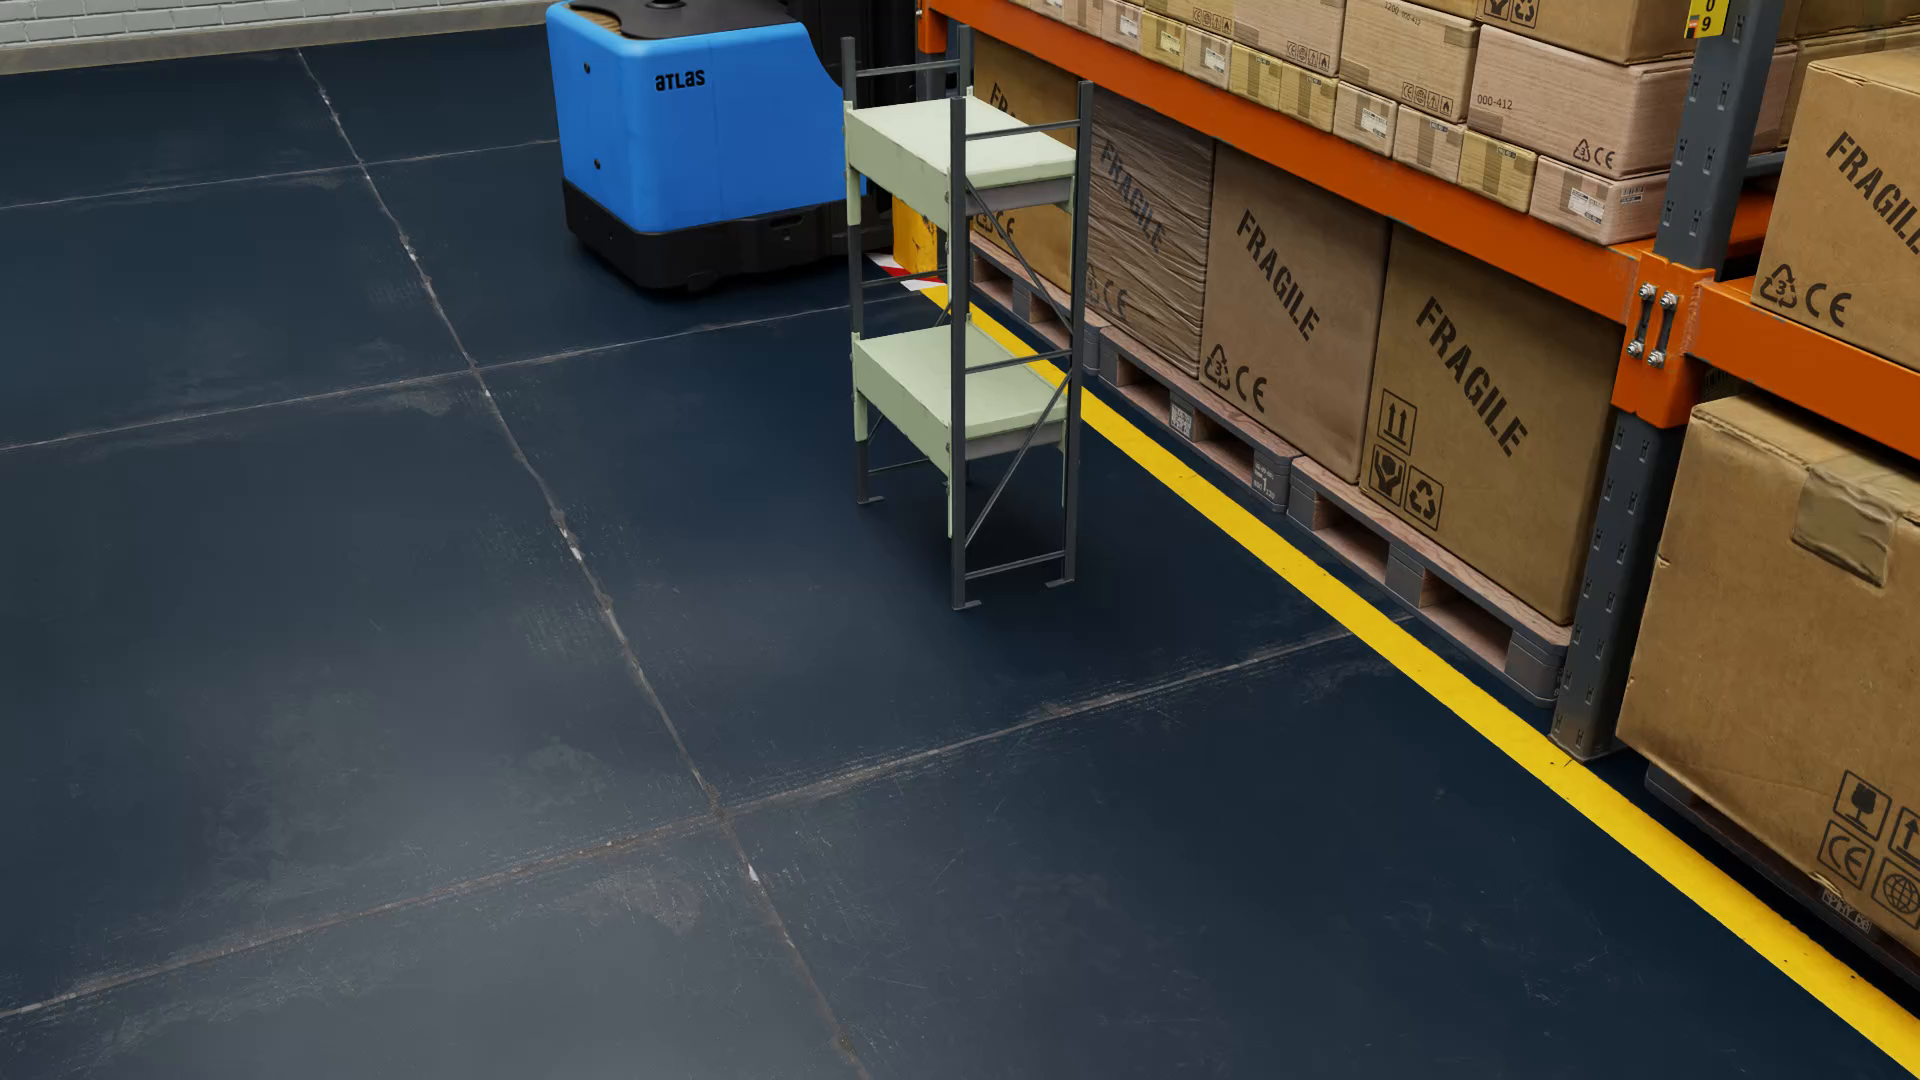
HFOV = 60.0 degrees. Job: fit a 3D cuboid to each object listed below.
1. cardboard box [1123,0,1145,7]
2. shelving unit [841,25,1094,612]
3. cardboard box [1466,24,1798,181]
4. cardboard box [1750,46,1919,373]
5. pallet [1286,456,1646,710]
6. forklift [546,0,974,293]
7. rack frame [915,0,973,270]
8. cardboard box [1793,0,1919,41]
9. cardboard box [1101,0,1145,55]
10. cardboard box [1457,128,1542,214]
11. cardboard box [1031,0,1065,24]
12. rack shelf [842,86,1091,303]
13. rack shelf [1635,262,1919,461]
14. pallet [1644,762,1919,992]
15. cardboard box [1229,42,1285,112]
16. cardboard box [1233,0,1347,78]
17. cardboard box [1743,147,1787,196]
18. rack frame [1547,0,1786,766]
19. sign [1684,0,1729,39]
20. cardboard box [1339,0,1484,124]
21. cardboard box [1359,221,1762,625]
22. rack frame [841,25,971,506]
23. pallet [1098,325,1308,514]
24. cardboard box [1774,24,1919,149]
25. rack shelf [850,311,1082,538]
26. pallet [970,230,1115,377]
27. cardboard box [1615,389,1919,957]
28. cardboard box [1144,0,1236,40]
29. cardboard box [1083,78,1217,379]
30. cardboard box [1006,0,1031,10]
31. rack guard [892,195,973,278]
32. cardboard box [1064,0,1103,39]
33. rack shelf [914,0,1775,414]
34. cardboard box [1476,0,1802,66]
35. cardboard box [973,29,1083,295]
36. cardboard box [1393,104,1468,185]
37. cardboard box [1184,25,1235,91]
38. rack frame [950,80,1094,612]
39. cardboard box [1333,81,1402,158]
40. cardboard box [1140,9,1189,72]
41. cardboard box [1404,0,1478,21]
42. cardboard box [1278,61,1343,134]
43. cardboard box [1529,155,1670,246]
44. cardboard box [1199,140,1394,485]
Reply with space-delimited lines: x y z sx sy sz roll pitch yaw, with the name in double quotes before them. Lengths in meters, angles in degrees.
"cardboard box" 0.692 -1.978 5.560 0.500 0.250 0.500 -14 32 -24
"shelving unit" 0.003 -0.651 4.878 0.431 1.500 0.755 -13 32 -22
"cardboard box" 1.578 -1.071 3.942 0.500 0.250 0.500 -14 32 -23
"cardboard box" 1.977 -0.655 3.248 0.500 0.500 0.500 -13 32 -22
"pallet" 1.749 -0.003 5.039 1.003 0.211 1.213 -13 32 -22
"forklift" -0.288 -2.856 7.346 3.031 2.935 1.130 -17 33 -27
"rack frame" 0.288 -2.634 6.880 1.000 3.000 0.127 -13 32 -22
"cardboard box" 2.030 -1.523 3.982 0.500 0.500 0.500 -13 32 -22
"cardboard box" 0.696 -1.730 5.526 0.380 0.149 0.250 -13 32 -23
"cardboard box" 1.467 -0.937 4.111 0.380 0.149 0.250 -12 32 -21
"cardboard box" 0.477 -1.957 5.930 0.380 0.149 0.250 -14 32 -23
"rack shelf" 0.003 -0.992 4.687 0.431 0.370 0.720 -13 32 -22
"rack shelf" 2.864 0.331 2.329 1.077 0.370 4.000 -13 32 -22
"pallet" 2.404 0.675 3.831 1.003 0.211 1.213 -13 32 -22
"cardboard box" 1.026 -1.391 4.920 0.380 0.149 0.250 -14 32 -23
"cardboard box" 1.135 -1.524 4.751 0.500 0.250 0.500 -12 32 -21
"cardboard box" 2.178 -0.958 4.148 0.380 0.149 0.250 -13 32 -22
"rack frame" 2.005 -0.867 3.729 1.000 3.000 0.127 -13 32 -22
"sign" 1.504 -1.162 3.289 0.100 0.325 0.005 -13 32 -22
"cardboard box" 1.354 -1.299 4.349 0.500 0.250 0.500 -12 31 -20
"cardboard box" 1.794 -0.431 4.695 0.875 0.875 0.875 -13 32 -22
"rack frame" -0.154 -0.813 5.166 0.400 1.500 0.023 -13 32 -22
"pallet" 1.222 -0.542 6.001 1.003 0.211 1.213 -13 32 -22
"cardboard box" 2.040 -1.193 4.161 0.500 0.250 0.500 -14 32 -23
"rack shelf" 0.003 -0.367 5.037 0.431 0.370 0.720 -13 32 -22
"pallet" 0.702 -1.080 6.961 1.003 0.211 1.213 -13 32 -22
"cardboard box" 2.298 0.155 3.649 1.225 0.875 0.875 -13 32 -22
"cardboard box" 0.920 -1.749 5.151 0.500 0.250 0.500 -14 32 -23
"cardboard box" 1.026 -1.222 6.106 0.875 0.875 0.875 -13 32 -22
"cardboard box" 0.364 -2.072 6.135 0.380 0.149 0.250 -14 32 -23
"rack guard" 0.278 -1.554 7.510 1.175 0.500 0.348 -13 32 -22
"cardboard box" 0.585 -1.844 5.729 0.380 0.149 0.250 -14 32 -23
"rack shelf" 1.146 -1.436 5.480 1.077 0.370 4.000 -13 32 -22
"cardboard box" 1.566 -1.405 3.771 0.500 0.500 0.500 -12 31 -21
"cardboard box" 0.635 -1.624 6.822 0.875 0.875 0.875 -13 32 -22
"cardboard box" 1.358 -1.050 4.313 0.380 0.149 0.250 -14 32 -23
"cardboard box" 0.918 -1.503 5.121 0.380 0.149 0.250 -13 32 -21
"rack frame" 0.160 -0.490 4.590 0.400 1.500 0.023 -13 32 -22
"cardboard box" 1.247 -1.164 4.515 0.380 0.149 0.250 -12 32 -21
"cardboard box" 0.804 -1.619 5.327 0.380 0.149 0.250 -14 32 -23
"cardboard box" 1.355 -1.627 4.167 0.500 0.500 0.500 -13 32 -21
"cardboard box" 1.136 -1.277 4.718 0.380 0.149 0.250 -12 32 -21
"cardboard box" 1.578 -0.823 3.908 0.380 0.149 0.250 -13 32 -22
"cardboard box" 1.408 -0.829 5.404 0.875 0.875 0.875 -13 32 -22
